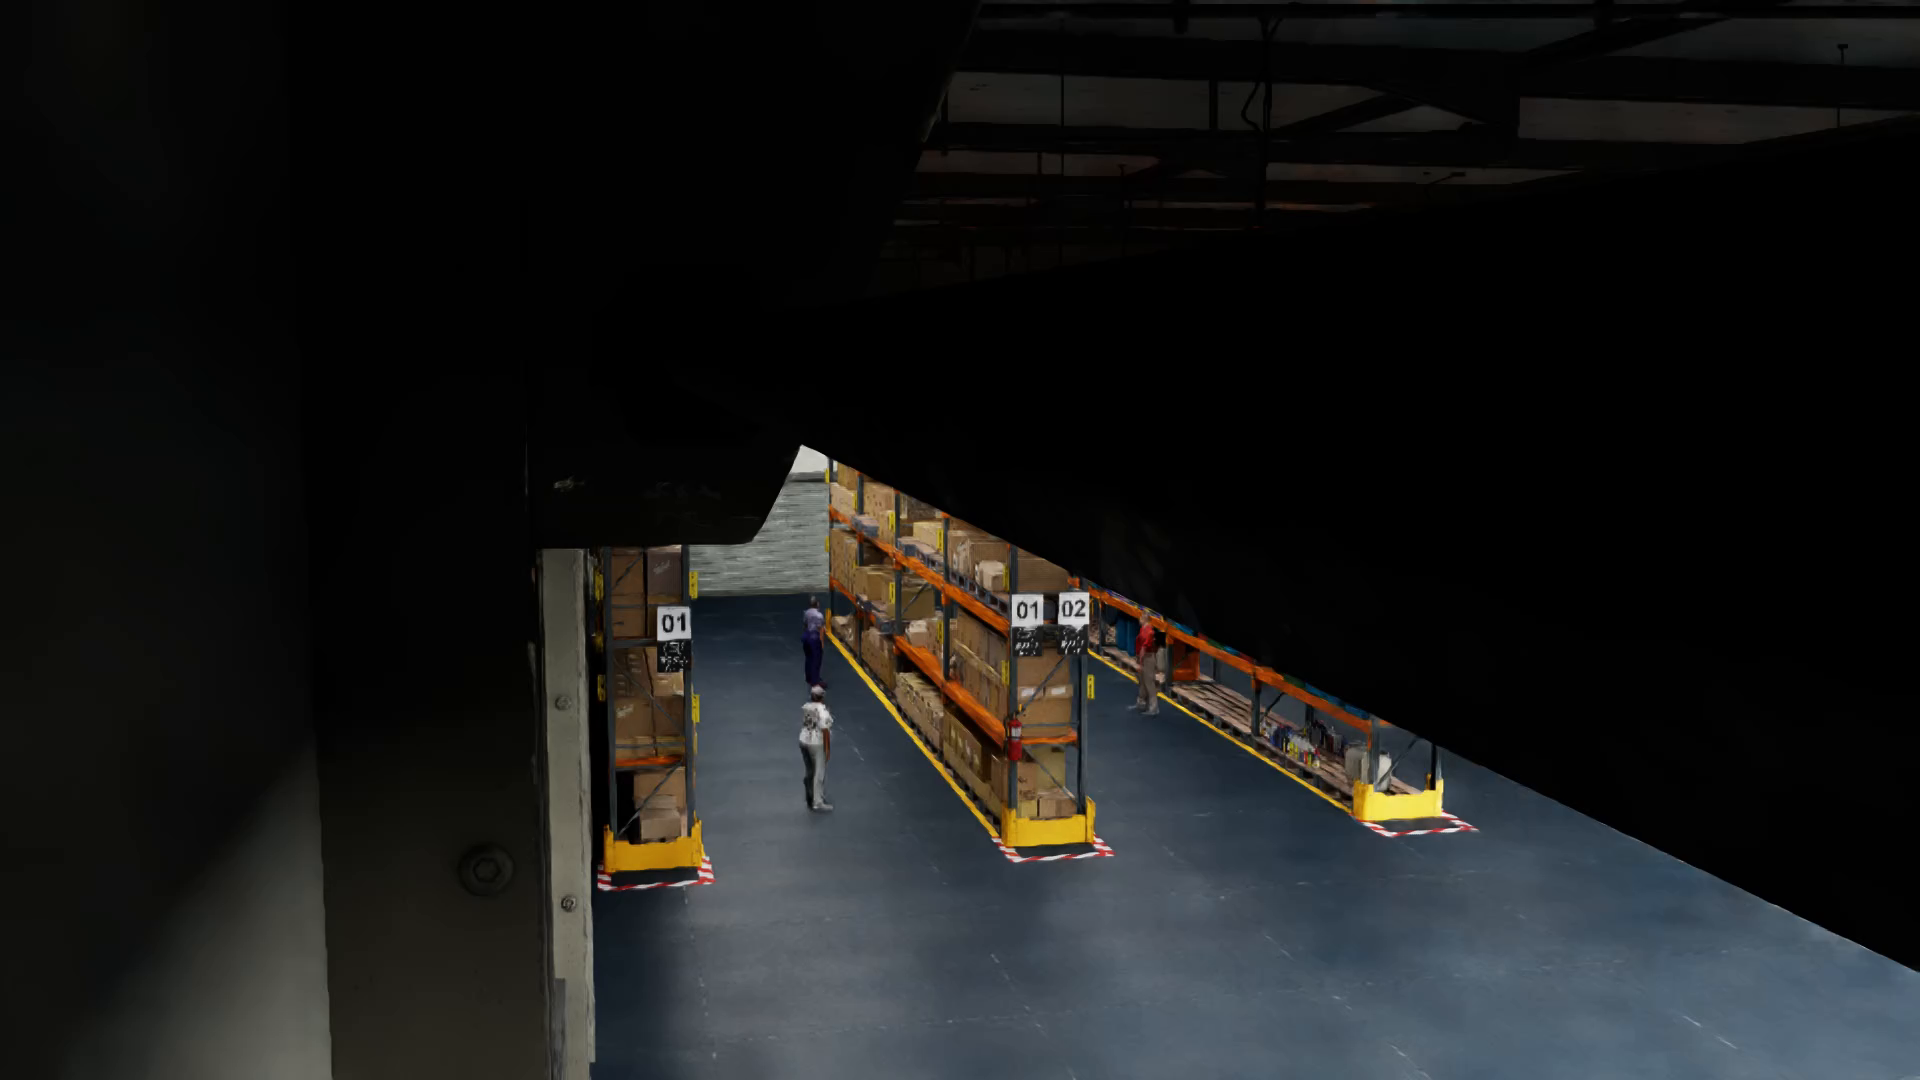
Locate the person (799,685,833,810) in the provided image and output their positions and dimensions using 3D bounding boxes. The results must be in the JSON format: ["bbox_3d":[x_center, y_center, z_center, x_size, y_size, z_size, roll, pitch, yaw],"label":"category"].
[{"bbox_3d":[-1.931,2.806,22.688,0.464,1.673,0.579,-6,9,-41],"label":"person"}]

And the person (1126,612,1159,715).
[{"bbox_3d":[3.133,2.087,28.466,0.584,1.719,0.669,1,7,12],"label":"person"}]

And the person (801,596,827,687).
[{"bbox_3d":[-2.675,1.859,30.735,0.428,1.656,0.534,-7,9,-44],"label":"person"}]
